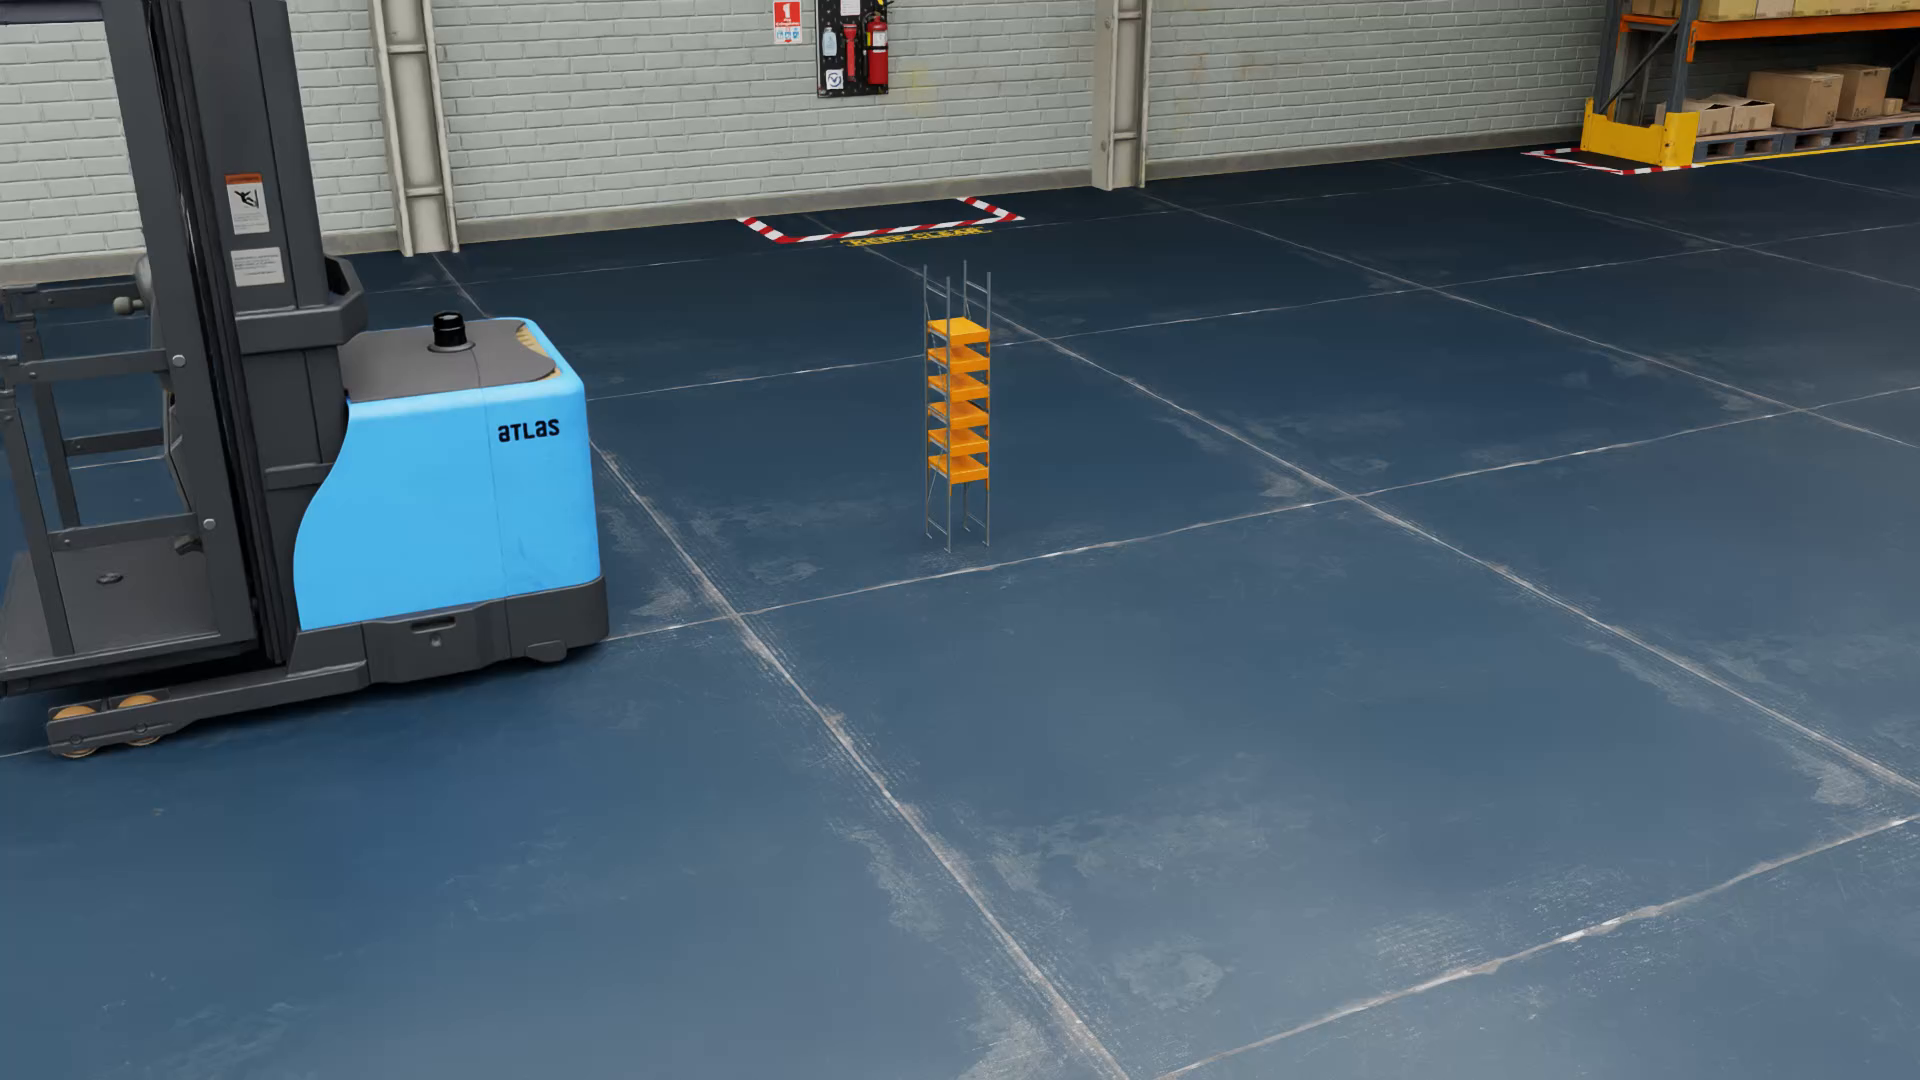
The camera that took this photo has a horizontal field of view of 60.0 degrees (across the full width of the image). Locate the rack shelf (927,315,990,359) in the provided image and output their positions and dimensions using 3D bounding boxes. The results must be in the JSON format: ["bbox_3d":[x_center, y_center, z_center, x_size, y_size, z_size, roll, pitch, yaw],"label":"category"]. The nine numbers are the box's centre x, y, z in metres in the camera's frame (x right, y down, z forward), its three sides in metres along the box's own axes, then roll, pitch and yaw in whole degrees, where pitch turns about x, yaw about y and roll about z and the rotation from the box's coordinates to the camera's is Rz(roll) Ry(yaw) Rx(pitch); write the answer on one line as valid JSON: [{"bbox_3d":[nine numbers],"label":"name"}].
[{"bbox_3d":[-0.013,-0.844,6.894,0.180,0.103,0.258,-10,25,-24],"label":"rack shelf"}]

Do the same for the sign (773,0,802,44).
[{"bbox_3d":[-1.374,-4.125,13.247,0.234,0.329,0.001,-10,25,-24],"label":"sign"}]

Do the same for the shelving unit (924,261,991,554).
[{"bbox_3d":[-0.013,-0.552,7.015,0.189,1.200,0.258,-10,25,-24],"label":"shelving unit"}]

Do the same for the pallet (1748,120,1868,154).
[{"bbox_3d":[8.477,-4.190,17.097,1.213,0.211,1.003,-10,25,-24],"label":"pallet"}]

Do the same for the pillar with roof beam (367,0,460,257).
[{"bbox_3d":[-2.127,-4.855,7.212,0.400,9.000,9.100,-10,25,-24],"label":"pillar with roof beam"}]

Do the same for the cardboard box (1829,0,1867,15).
[{"bbox_3d":[8.520,-5.311,16.328,0.500,0.250,0.500,-10,25,-23],"label":"cardboard box"}]

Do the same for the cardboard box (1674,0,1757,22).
[{"bbox_3d":[7.141,-5.054,15.708,0.500,0.250,0.500,-11,25,-25],"label":"cardboard box"}]

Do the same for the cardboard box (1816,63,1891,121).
[{"bbox_3d":[9.250,-4.669,17.299,0.500,0.500,0.500,-12,26,-28],"label":"cardboard box"}]

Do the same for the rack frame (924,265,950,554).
[{"bbox_3d":[-0.095,-0.537,6.978,0.006,1.200,0.240,-10,25,-24],"label":"rack frame"}]

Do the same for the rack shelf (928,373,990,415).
[{"bbox_3d":[-0.013,-0.622,6.986,0.180,0.103,0.258,-10,25,-24],"label":"rack shelf"}]

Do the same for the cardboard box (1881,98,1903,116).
[{"bbox_3d":[9.698,-4.601,17.573,0.250,0.166,0.380,-14,26,-30],"label":"cardboard box"}]

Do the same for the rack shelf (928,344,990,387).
[{"bbox_3d":[-0.013,-0.733,6.940,0.180,0.103,0.258,-10,25,-24],"label":"rack shelf"}]

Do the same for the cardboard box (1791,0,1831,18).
[{"bbox_3d":[8.064,-5.228,16.127,0.500,0.250,0.500,-11,25,-24],"label":"cardboard box"}]

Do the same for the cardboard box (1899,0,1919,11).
[{"bbox_3d":[9.420,-5.483,16.745,0.500,0.250,0.500,-10,25,-23],"label":"cardboard box"}]

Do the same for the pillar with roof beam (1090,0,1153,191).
[{"bbox_3d":[3.280,-5.850,9.617,0.400,9.000,9.100,-10,25,-24],"label":"pillar with roof beam"}]

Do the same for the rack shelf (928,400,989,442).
[{"bbox_3d":[-0.013,-0.511,7.032,0.180,0.103,0.258,-10,25,-24],"label":"rack shelf"}]

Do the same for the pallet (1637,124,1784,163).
[{"bbox_3d":[7.379,-3.989,16.612,1.213,0.211,1.003,-10,25,-24],"label":"pallet"}]

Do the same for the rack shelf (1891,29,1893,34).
[{"bbox_3d":[11.970,-5.806,18.294,4.000,0.370,1.077,-10,25,-24],"label":"rack shelf"}]

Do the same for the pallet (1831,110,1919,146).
[{"bbox_3d":[9.578,-4.394,17.590,1.213,0.211,1.003,-10,25,-24],"label":"pallet"}]

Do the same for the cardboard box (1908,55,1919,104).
[{"bbox_3d":[10.824,-4.982,18.058,0.500,0.500,0.700,-10,24,-22],"label":"cardboard box"}]

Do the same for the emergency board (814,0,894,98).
[{"bbox_3d":[-0.831,-4.165,13.390,0.643,1.169,0.194,-10,25,-24],"label":"emergency board"}]

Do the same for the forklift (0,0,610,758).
[{"bbox_3d":[-2.874,-0.863,5.504,3.031,2.935,1.130,-10,24,-22],"label":"forklift"}]

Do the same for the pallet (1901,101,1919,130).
[{"bbox_3d":[10.868,-4.647,18.201,1.213,0.211,1.003,-10,25,-24],"label":"pallet"}]

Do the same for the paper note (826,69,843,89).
[{"bbox_3d":[-1.020,-3.752,13.545,0.142,0.148,0.016,-10,25,-24],"label":"paper note"}]

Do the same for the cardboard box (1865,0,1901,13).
[{"bbox_3d":[8.973,-5.395,16.530,0.500,0.250,0.500,-11,25,-24],"label":"cardboard box"}]

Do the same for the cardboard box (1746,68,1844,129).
[{"bbox_3d":[8.422,-4.474,16.829,0.500,0.500,0.700,-12,25,-27],"label":"cardboard box"}]

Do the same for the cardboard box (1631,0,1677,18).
[{"bbox_3d":[6.900,-5.227,16.125,0.500,0.250,0.500,-10,25,-23],"label":"cardboard box"}]

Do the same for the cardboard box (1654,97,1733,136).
[{"bbox_3d":[7.226,-4.187,16.384,0.500,0.311,0.500,-14,26,-30],"label":"cardboard box"}]

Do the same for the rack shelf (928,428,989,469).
[{"bbox_3d":[-0.013,-0.400,7.078,0.180,0.103,0.258,-10,25,-24],"label":"rack shelf"}]

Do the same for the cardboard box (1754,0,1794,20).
[{"bbox_3d":[7.602,-5.145,15.928,0.500,0.250,0.500,-11,25,-25],"label":"cardboard box"}]

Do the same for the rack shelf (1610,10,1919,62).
[{"bbox_3d":[8.365,-5.142,16.691,4.000,0.370,1.077,-10,25,-24],"label":"rack shelf"}]

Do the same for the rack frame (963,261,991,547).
[{"bbox_3d":[0.069,-0.567,7.051,0.006,1.200,0.240,-10,25,-24],"label":"rack frame"}]

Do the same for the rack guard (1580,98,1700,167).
[{"bbox_3d":[6.632,-4.000,16.260,0.348,0.500,1.175,-10,25,-24],"label":"rack guard"}]

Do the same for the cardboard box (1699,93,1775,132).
[{"bbox_3d":[7.739,-4.282,16.613,0.500,0.311,0.500,-8,24,-19],"label":"cardboard box"}]

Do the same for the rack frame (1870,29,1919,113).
[{"bbox_3d":[10.168,-5.806,17.355,0.127,3.000,1.000,-10,25,-24],"label":"rack frame"}]

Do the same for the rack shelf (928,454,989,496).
[{"bbox_3d":[-0.013,-0.289,7.124,0.180,0.103,0.258,-10,25,-24],"label":"rack shelf"}]

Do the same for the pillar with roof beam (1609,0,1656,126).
[{"bbox_3d":[8.686,-6.845,12.021,0.400,9.000,9.100,-10,25,-24],"label":"pillar with roof beam"}]

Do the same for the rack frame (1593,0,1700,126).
[{"bbox_3d":[6.563,-5.143,15.752,0.127,3.000,1.000,-10,25,-24],"label":"rack frame"}]
